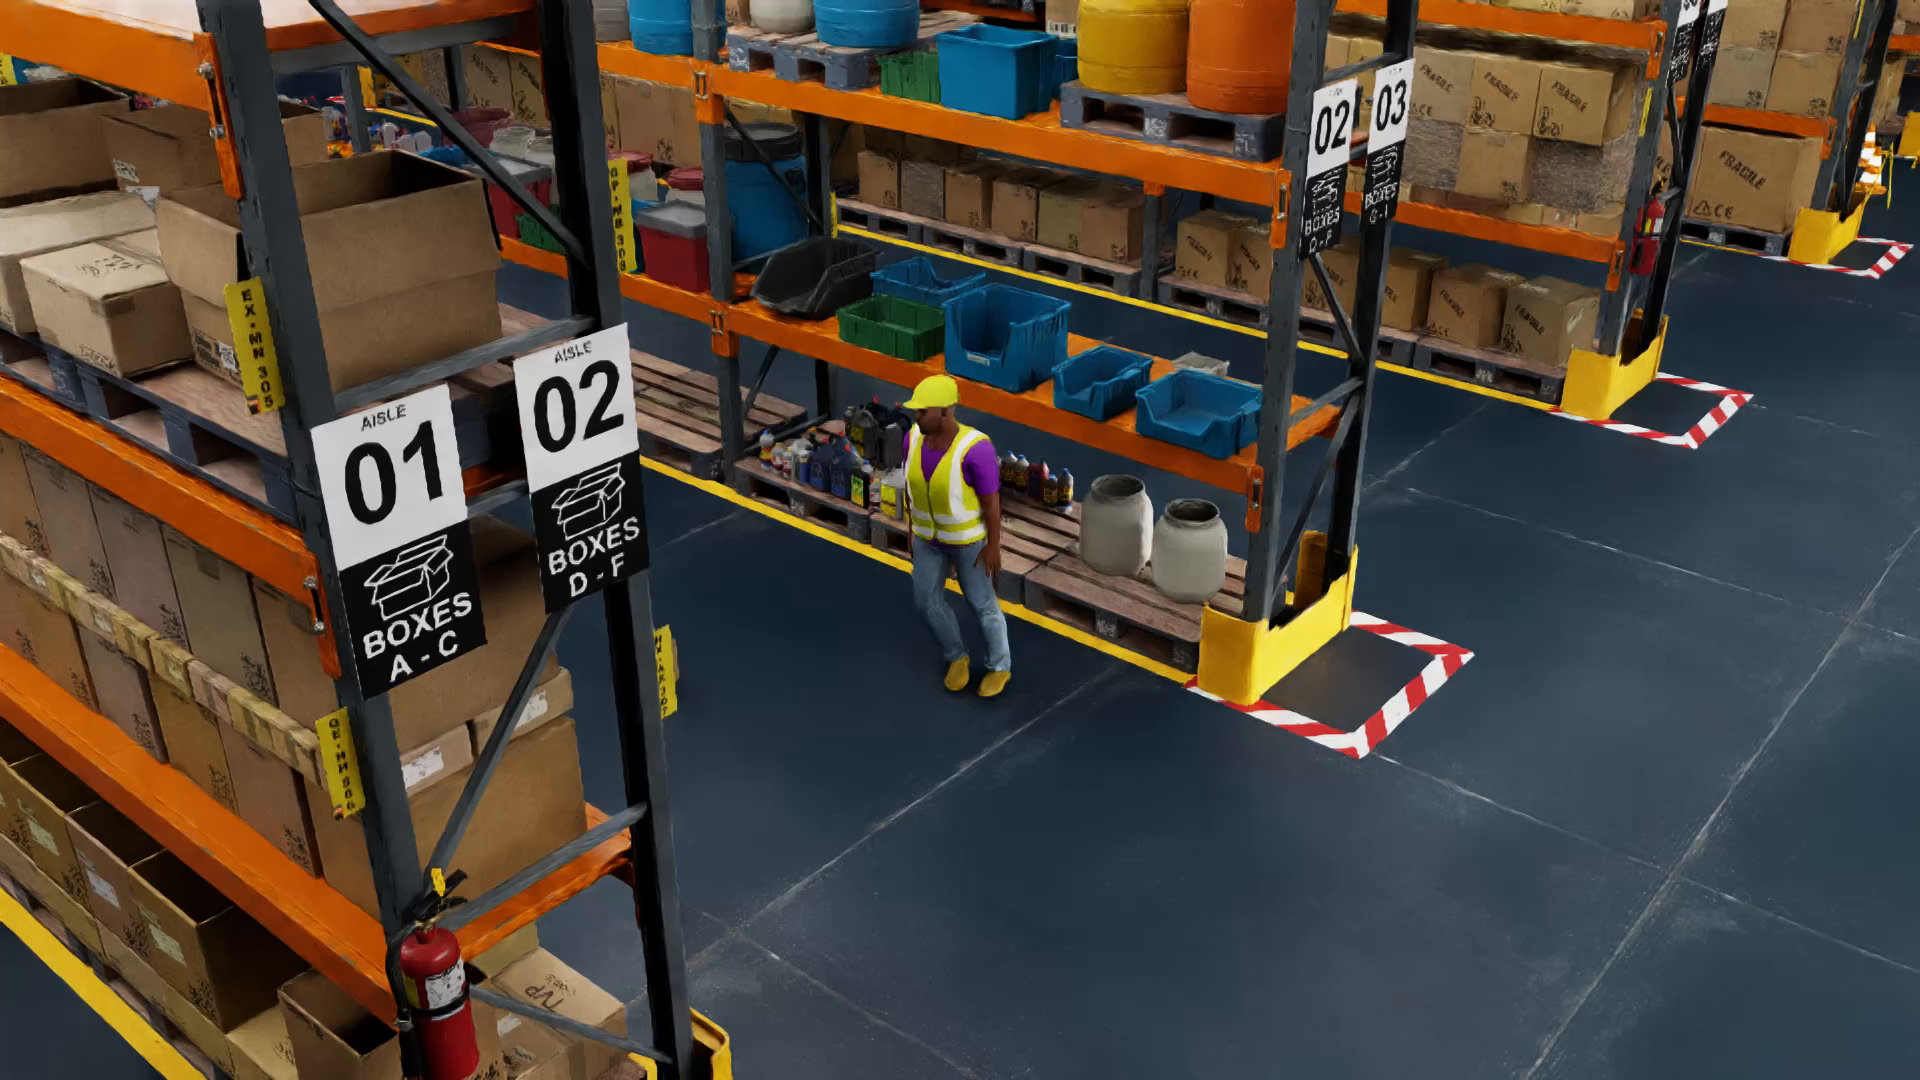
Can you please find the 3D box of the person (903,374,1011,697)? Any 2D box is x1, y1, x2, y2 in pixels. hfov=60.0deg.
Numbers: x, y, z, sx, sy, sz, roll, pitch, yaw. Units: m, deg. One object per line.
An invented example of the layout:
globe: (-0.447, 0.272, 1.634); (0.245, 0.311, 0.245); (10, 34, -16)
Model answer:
person: (-0.038, -0.028, 8.638); (0.627, 1.745, 0.389); (15, 31, 27)
